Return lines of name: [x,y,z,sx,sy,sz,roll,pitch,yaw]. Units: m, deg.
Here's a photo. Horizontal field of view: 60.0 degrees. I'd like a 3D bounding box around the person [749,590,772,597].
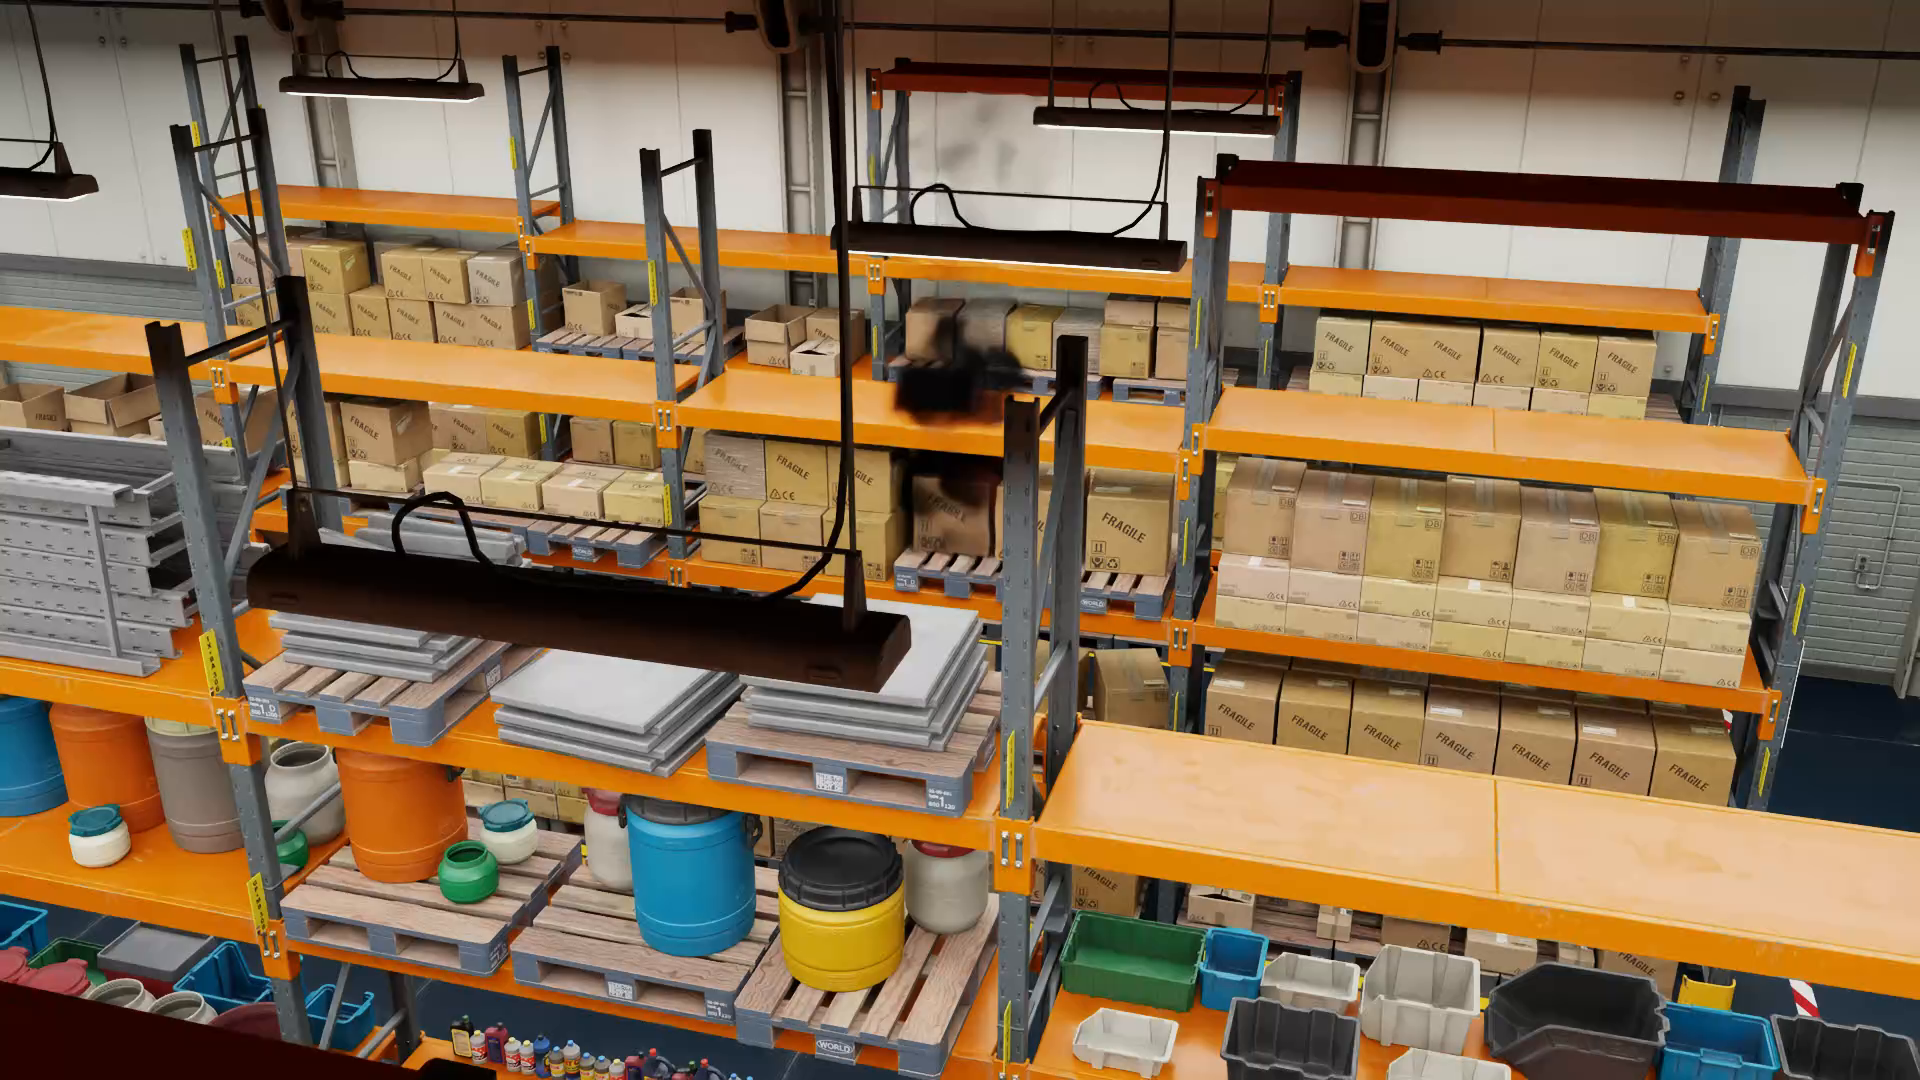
person: [-1.957,1.033,15.999,0.726,1.771,0.672,3,23,8]
